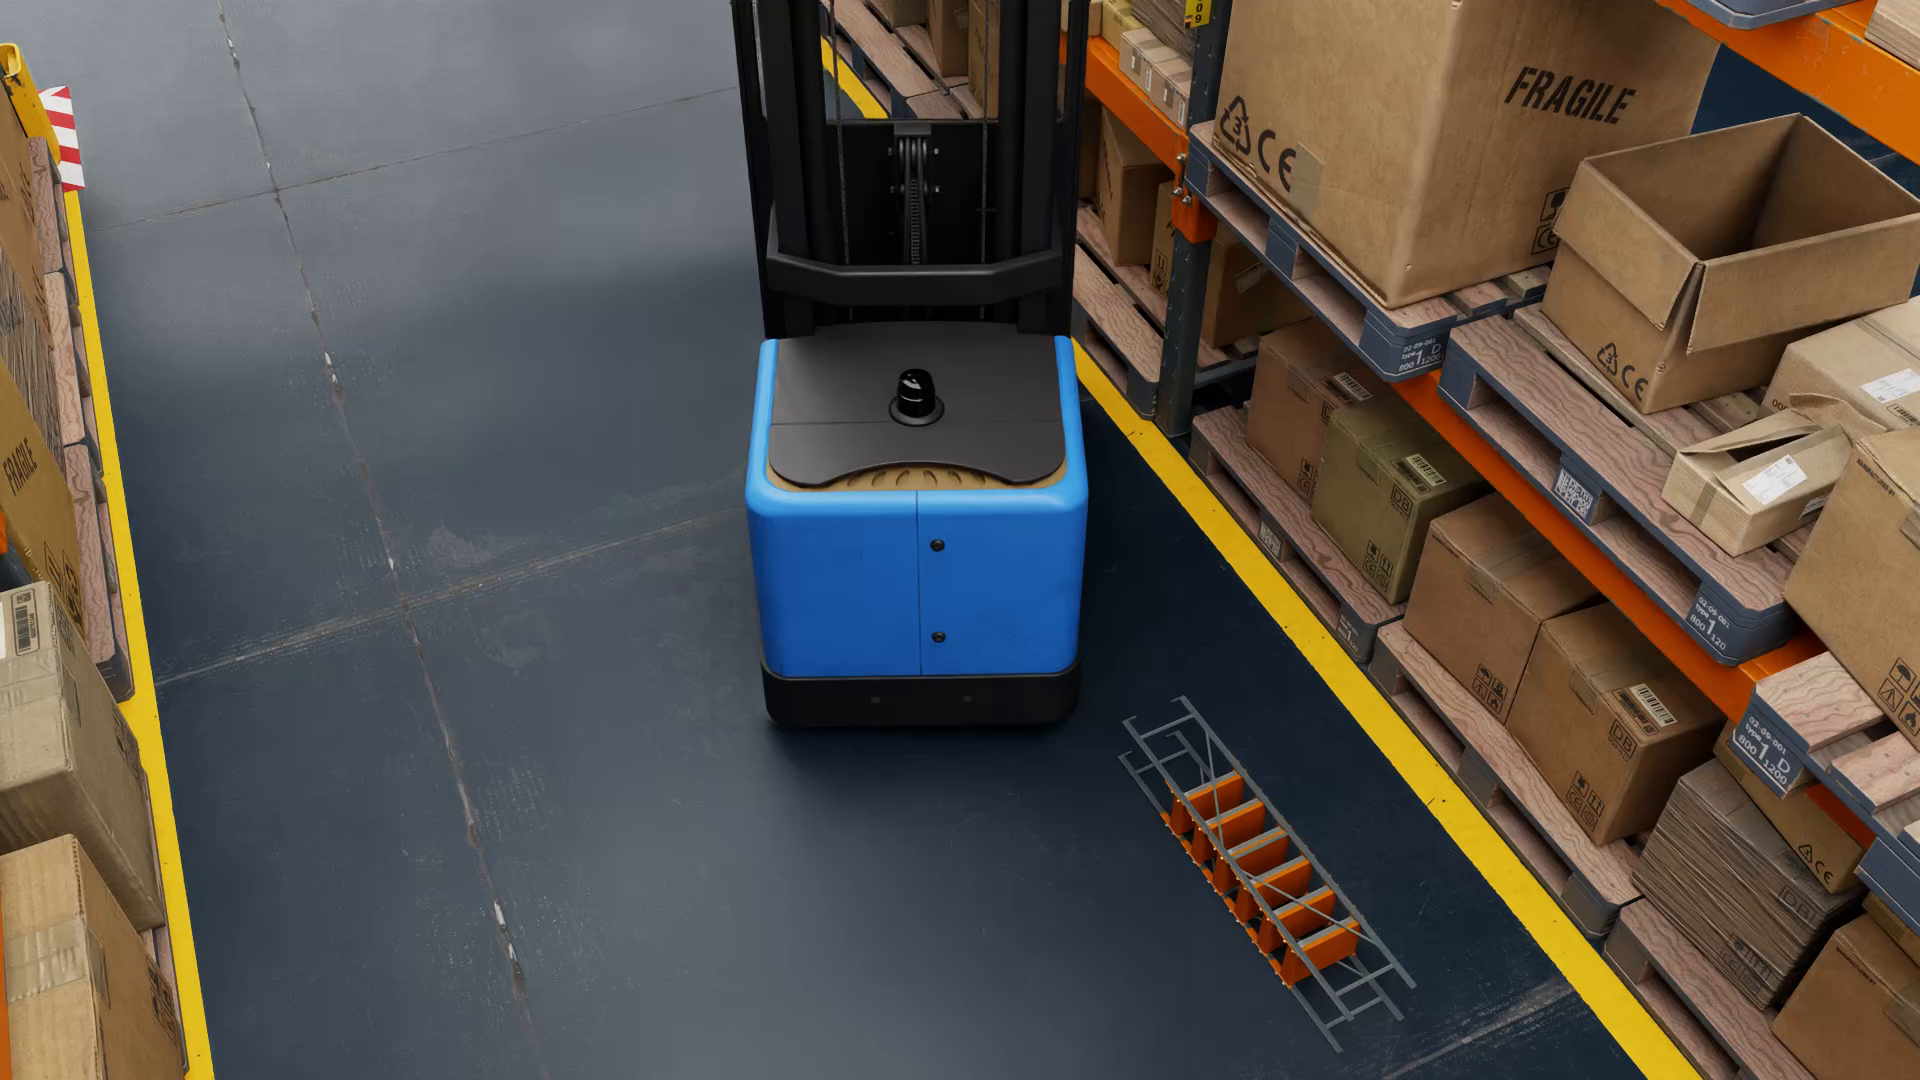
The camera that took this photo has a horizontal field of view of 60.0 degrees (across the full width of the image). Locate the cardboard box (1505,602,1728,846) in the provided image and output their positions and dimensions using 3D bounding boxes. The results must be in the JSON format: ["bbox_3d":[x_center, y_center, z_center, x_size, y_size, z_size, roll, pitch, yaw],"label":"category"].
[{"bbox_3d":[2.156,0.499,5.075,0.700,0.500,0.500,-14,46,-14],"label":"cardboard box"}]

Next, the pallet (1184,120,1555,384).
[{"bbox_3d":[1.453,-1.055,5.320,1.003,0.211,1.213,-18,47,-17],"label":"pallet"}]

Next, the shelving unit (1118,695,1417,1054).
[{"bbox_3d":[0.908,0.990,5.107,0.258,0.189,1.200,-20,48,-19],"label":"shelving unit"}]

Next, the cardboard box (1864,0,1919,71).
[{"bbox_3d":[2.094,-0.982,3.080,0.500,0.250,0.500,-17,47,-16],"label":"cardboard box"}]

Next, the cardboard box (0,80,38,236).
[{"bbox_3d":[-4.616,-1.782,7.134,0.875,0.875,0.875,-18,47,-17],"label":"cardboard box"}]

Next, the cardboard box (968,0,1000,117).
[{"bbox_3d":[0.358,-2.283,7.909,0.500,0.500,0.500,-14,46,-14],"label":"cardboard box"}]

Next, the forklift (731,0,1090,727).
[{"bbox_3d":[-0.155,-1.440,5.622,1.130,2.935,3.031,-1,45,-1],"label":"forklift"}]

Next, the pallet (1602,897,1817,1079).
[{"bbox_3d":[2.619,1.390,4.691,1.003,0.211,1.213,-18,47,-17],"label":"pallet"}]

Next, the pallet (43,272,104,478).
[{"bbox_3d":[-4.044,-0.546,6.653,1.003,0.211,1.213,-18,47,-17],"label":"pallet"}]

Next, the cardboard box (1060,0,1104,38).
[{"bbox_3d":[0.553,-2.079,6.400,0.380,0.149,0.250,-18,47,-17],"label":"cardboard box"}]

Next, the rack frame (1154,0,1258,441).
[{"bbox_3d":[1.264,-1.653,5.790,1.000,3.000,0.127,-18,47,-17],"label":"rack frame"}]

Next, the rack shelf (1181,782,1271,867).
[{"bbox_3d":[0.831,0.887,5.210,0.258,0.180,0.103,-20,48,-19],"label":"rack shelf"}]

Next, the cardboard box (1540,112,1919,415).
[{"bbox_3d":[2.077,-0.762,4.514,0.797,0.503,0.637,-14,46,-13],"label":"cardboard box"}]

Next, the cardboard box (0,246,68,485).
[{"bbox_3d":[-3.862,-0.640,5.977,0.875,0.875,0.875,-18,47,-17],"label":"cardboard box"}]

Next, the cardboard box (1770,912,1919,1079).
[{"bbox_3d":[2.646,1.208,4.356,0.700,0.500,0.500,-20,48,-19],"label":"cardboard box"}]

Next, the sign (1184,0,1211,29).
[{"bbox_3d":[0.775,-1.796,5.318,0.100,0.325,0.005,-18,47,-17],"label":"sign"}]

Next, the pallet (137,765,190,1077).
[{"bbox_3d":[-2.886,1.210,4.874,1.003,0.211,1.213,-18,47,-17],"label":"pallet"}]

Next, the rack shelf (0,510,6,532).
[{"bbox_3d":[-4.120,-1.271,5.915,1.077,0.370,4.000,-18,47,-17],"label":"rack shelf"}]

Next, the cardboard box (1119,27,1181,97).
[{"bbox_3d":[0.810,-1.776,6.093,0.380,0.149,0.250,-18,47,-17],"label":"cardboard box"}]

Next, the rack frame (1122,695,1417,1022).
[{"bbox_3d":[0.908,0.925,5.042,0.240,0.006,1.200,-20,48,-19],"label":"rack frame"}]

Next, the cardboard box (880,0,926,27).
[{"bbox_3d":[-0.171,-3.059,8.695,0.500,0.500,0.500,-10,45,-10],"label":"cardboard box"}]

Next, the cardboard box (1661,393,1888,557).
[{"bbox_3d":[2.000,-0.188,4.102,0.396,0.266,0.258,-19,48,-19],"label":"cardboard box"}]

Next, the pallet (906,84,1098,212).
[{"bbox_3d":[0.433,-1.856,7.981,1.003,0.211,1.213,-18,47,-17],"label":"pallet"}]

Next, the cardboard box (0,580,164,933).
[{"bbox_3d":[-2.936,0.768,4.639,1.050,0.750,0.750,-18,47,-18],"label":"cardboard box"}]

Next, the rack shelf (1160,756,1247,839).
[{"bbox_3d":[0.776,0.812,5.285,0.258,0.180,0.103,-20,48,-19],"label":"rack shelf"}]

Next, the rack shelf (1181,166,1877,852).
[{"bbox_3d":[2.105,-0.122,4.751,1.077,0.370,4.000,-18,47,-17],"label":"rack shelf"}]

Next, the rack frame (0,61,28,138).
[{"bbox_3d":[-4.961,-2.802,6.954,1.000,3.000,0.127,-18,47,-17],"label":"rack frame"}]

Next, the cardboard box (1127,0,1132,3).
[{"bbox_3d":[0.953,-2.428,6.293,0.875,0.500,0.500,-18,47,-17],"label":"cardboard box"}]

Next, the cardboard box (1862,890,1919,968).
[{"bbox_3d":[2.637,0.944,4.090,0.500,0.250,0.500,-16,47,-16],"label":"cardboard box"}]

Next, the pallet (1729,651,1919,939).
[{"bbox_3d":[2.549,0.542,3.702,1.213,0.211,1.003,-18,47,-17],"label":"pallet"}]

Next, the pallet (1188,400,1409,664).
[{"bbox_3d":[1.593,-0.165,6.267,1.003,0.211,1.213,-18,47,-17],"label":"pallet"}]

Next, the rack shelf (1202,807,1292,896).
[{"bbox_3d":[0.887,0.962,5.135,0.258,0.180,0.103,-20,48,-19],"label":"rack shelf"}]

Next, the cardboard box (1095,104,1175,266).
[{"bbox_3d":[0.884,-1.542,7.158,0.500,0.500,0.500,-5,45,-5],"label":"cardboard box"}]

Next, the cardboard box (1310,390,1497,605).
[{"bbox_3d":[1.686,-0.213,5.796,0.700,0.500,0.500,-18,47,-18],"label":"cardboard box"}]
